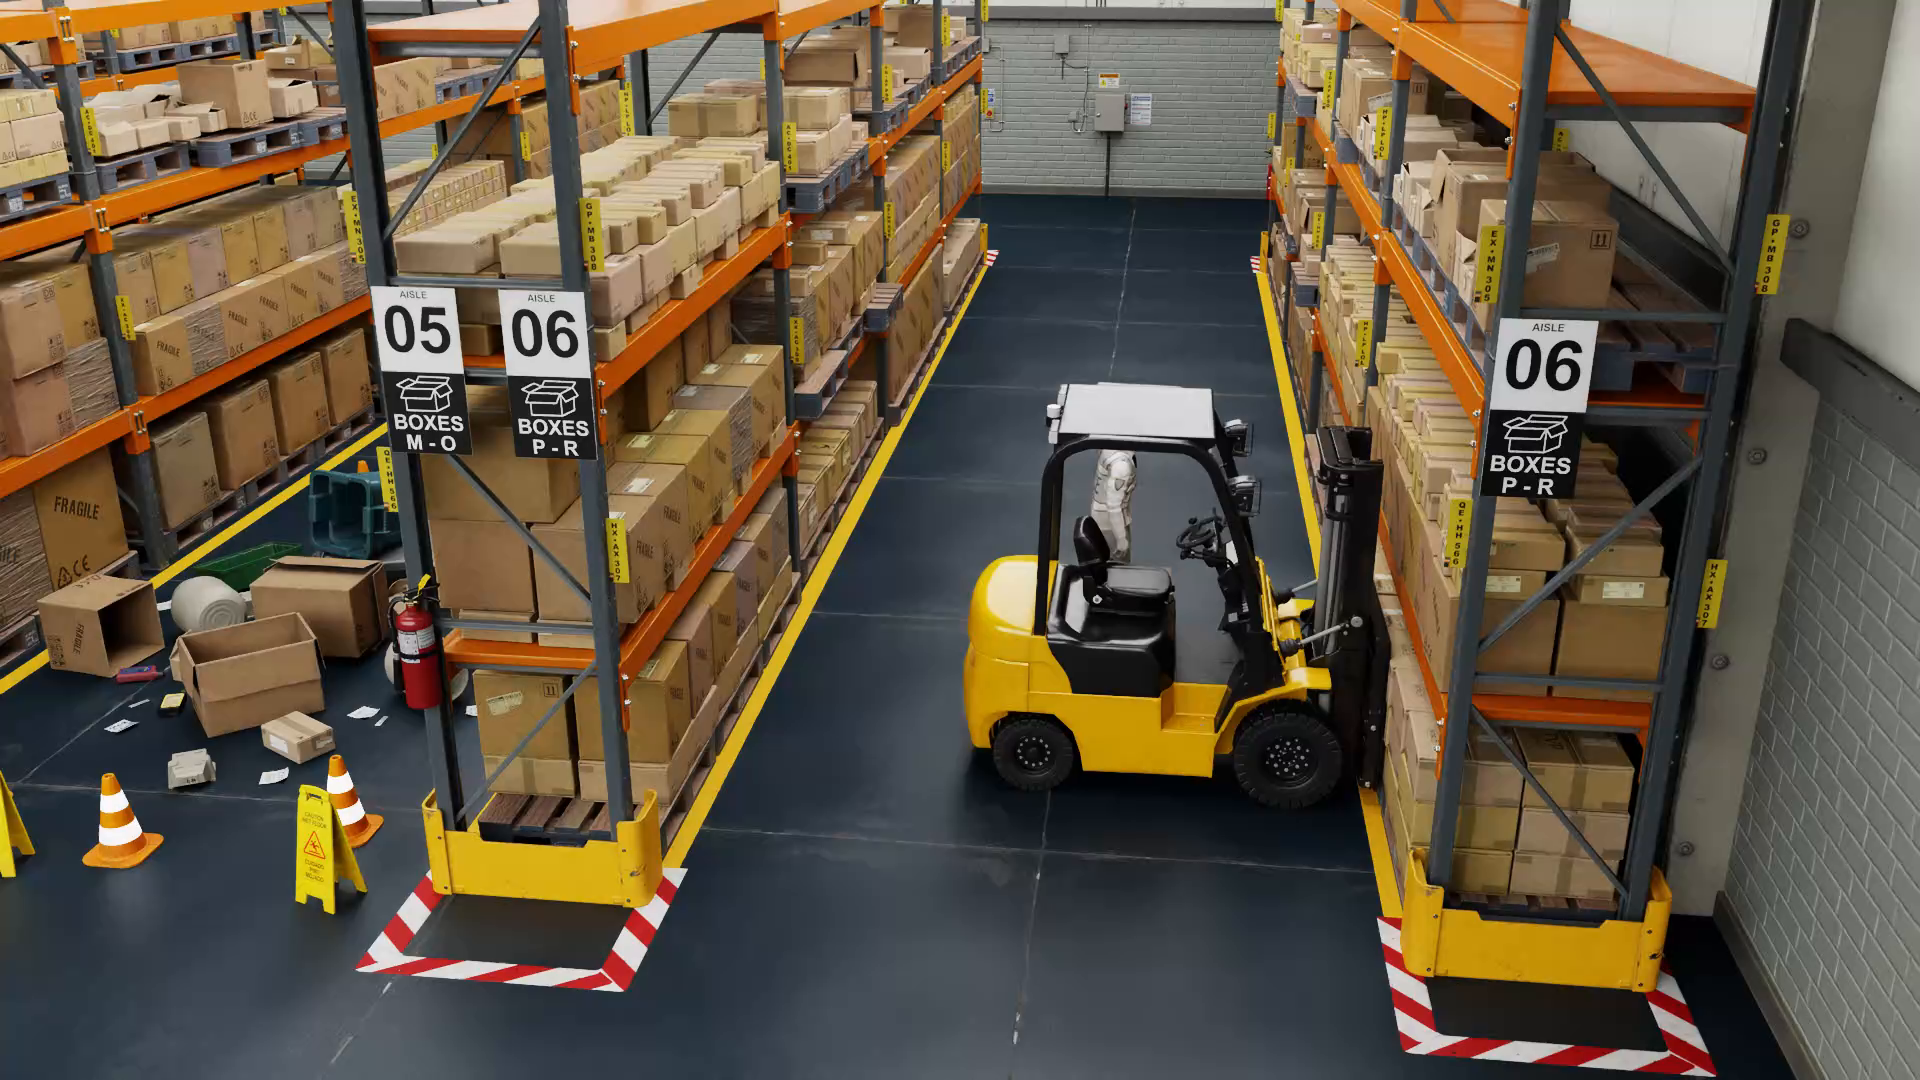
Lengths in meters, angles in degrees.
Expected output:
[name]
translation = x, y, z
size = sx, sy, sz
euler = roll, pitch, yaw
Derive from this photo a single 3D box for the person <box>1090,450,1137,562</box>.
[person]
translation = 1.067, -0.080, 11.287
size = 0.373, 1.661, 0.536
euler = 1, 21, 3
